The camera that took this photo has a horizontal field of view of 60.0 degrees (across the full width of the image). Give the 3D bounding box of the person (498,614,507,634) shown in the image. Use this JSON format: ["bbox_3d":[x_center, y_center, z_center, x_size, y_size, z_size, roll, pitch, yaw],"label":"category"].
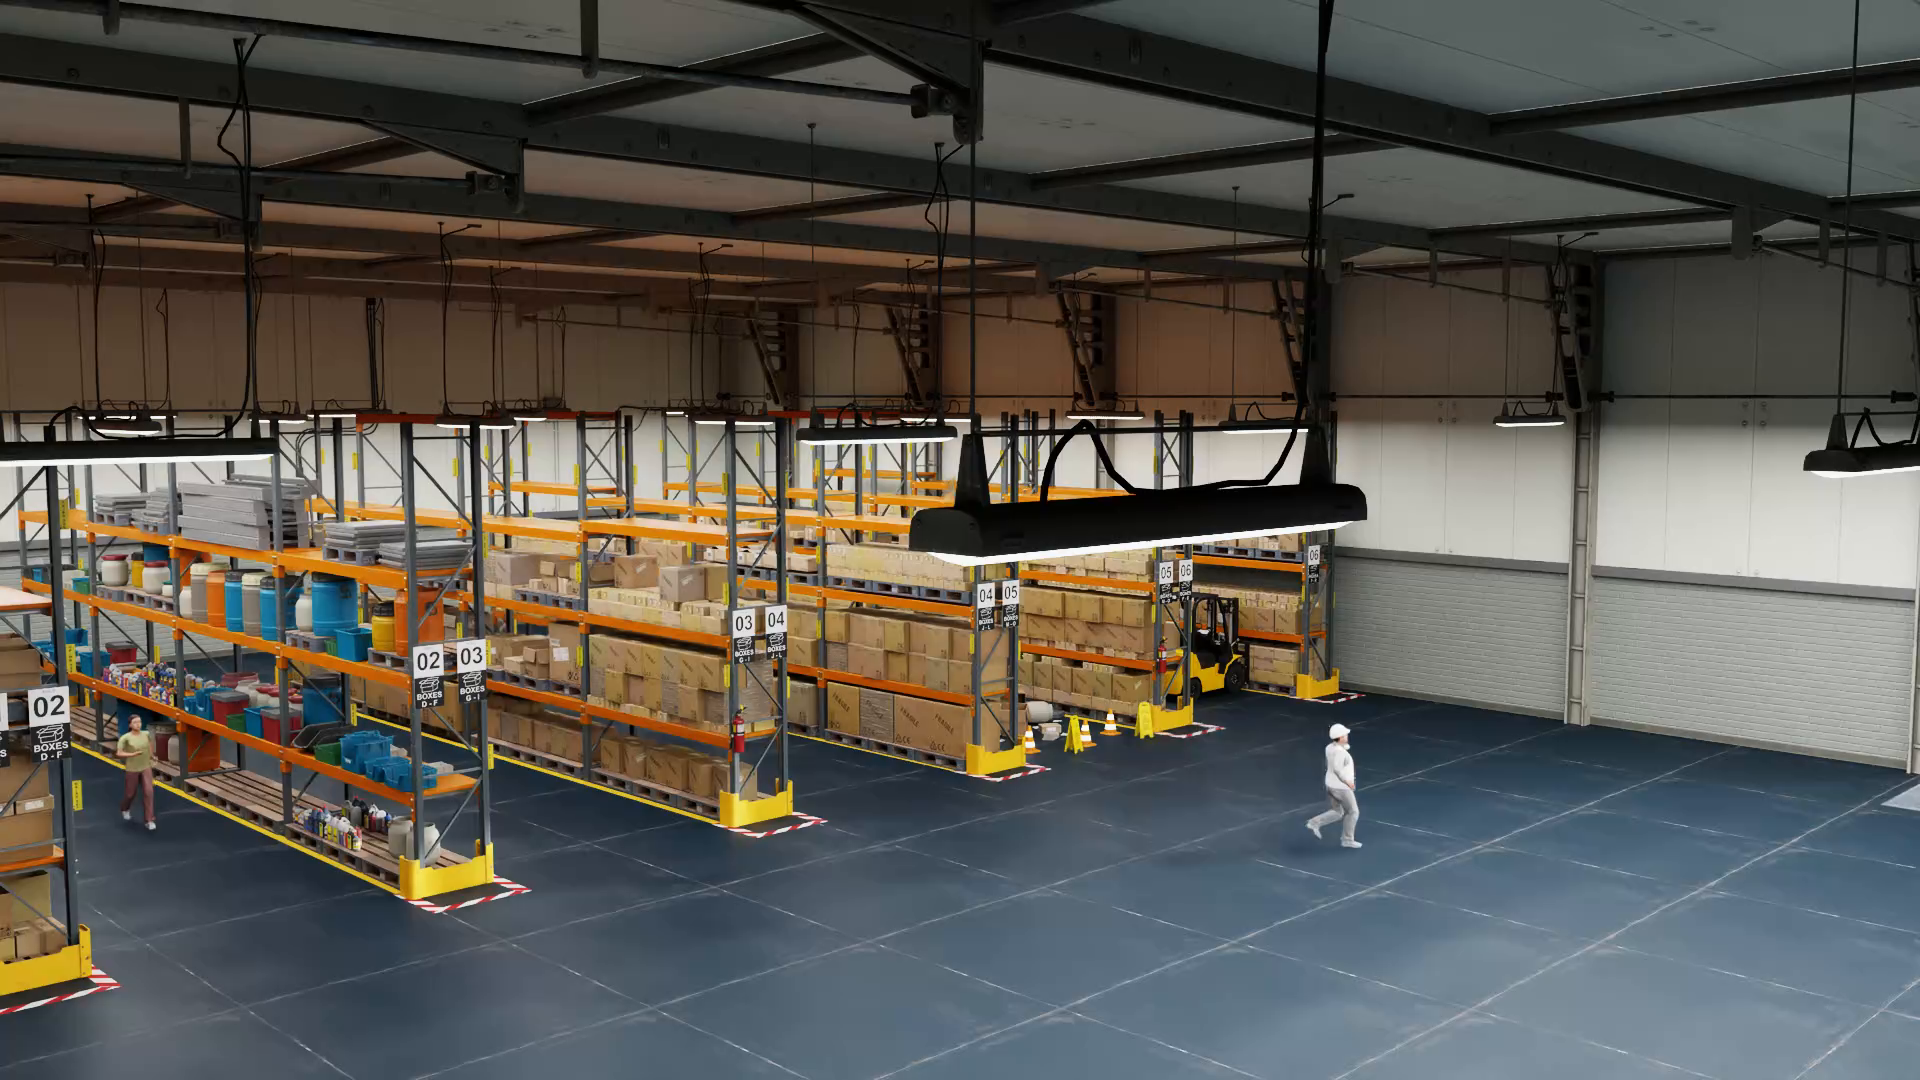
[{"bbox_3d":[-9.871,2.381,36.333,0.866,1.592,0.555,4,6,39],"label":"person"}]

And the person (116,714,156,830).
[{"bbox_3d":[-12.042,3.366,24.345,0.963,1.647,0.579,5,7,44],"label":"person"}]

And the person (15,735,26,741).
[{"bbox_3d":[-15.137,3.208,26.342,0.815,1.690,0.655,4,6,36],"label":"person"}]

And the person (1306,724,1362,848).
[{"bbox_3d":[5.254,3.441,23.239,0.789,1.753,0.673,-1,5,-9],"label":"person"}]
